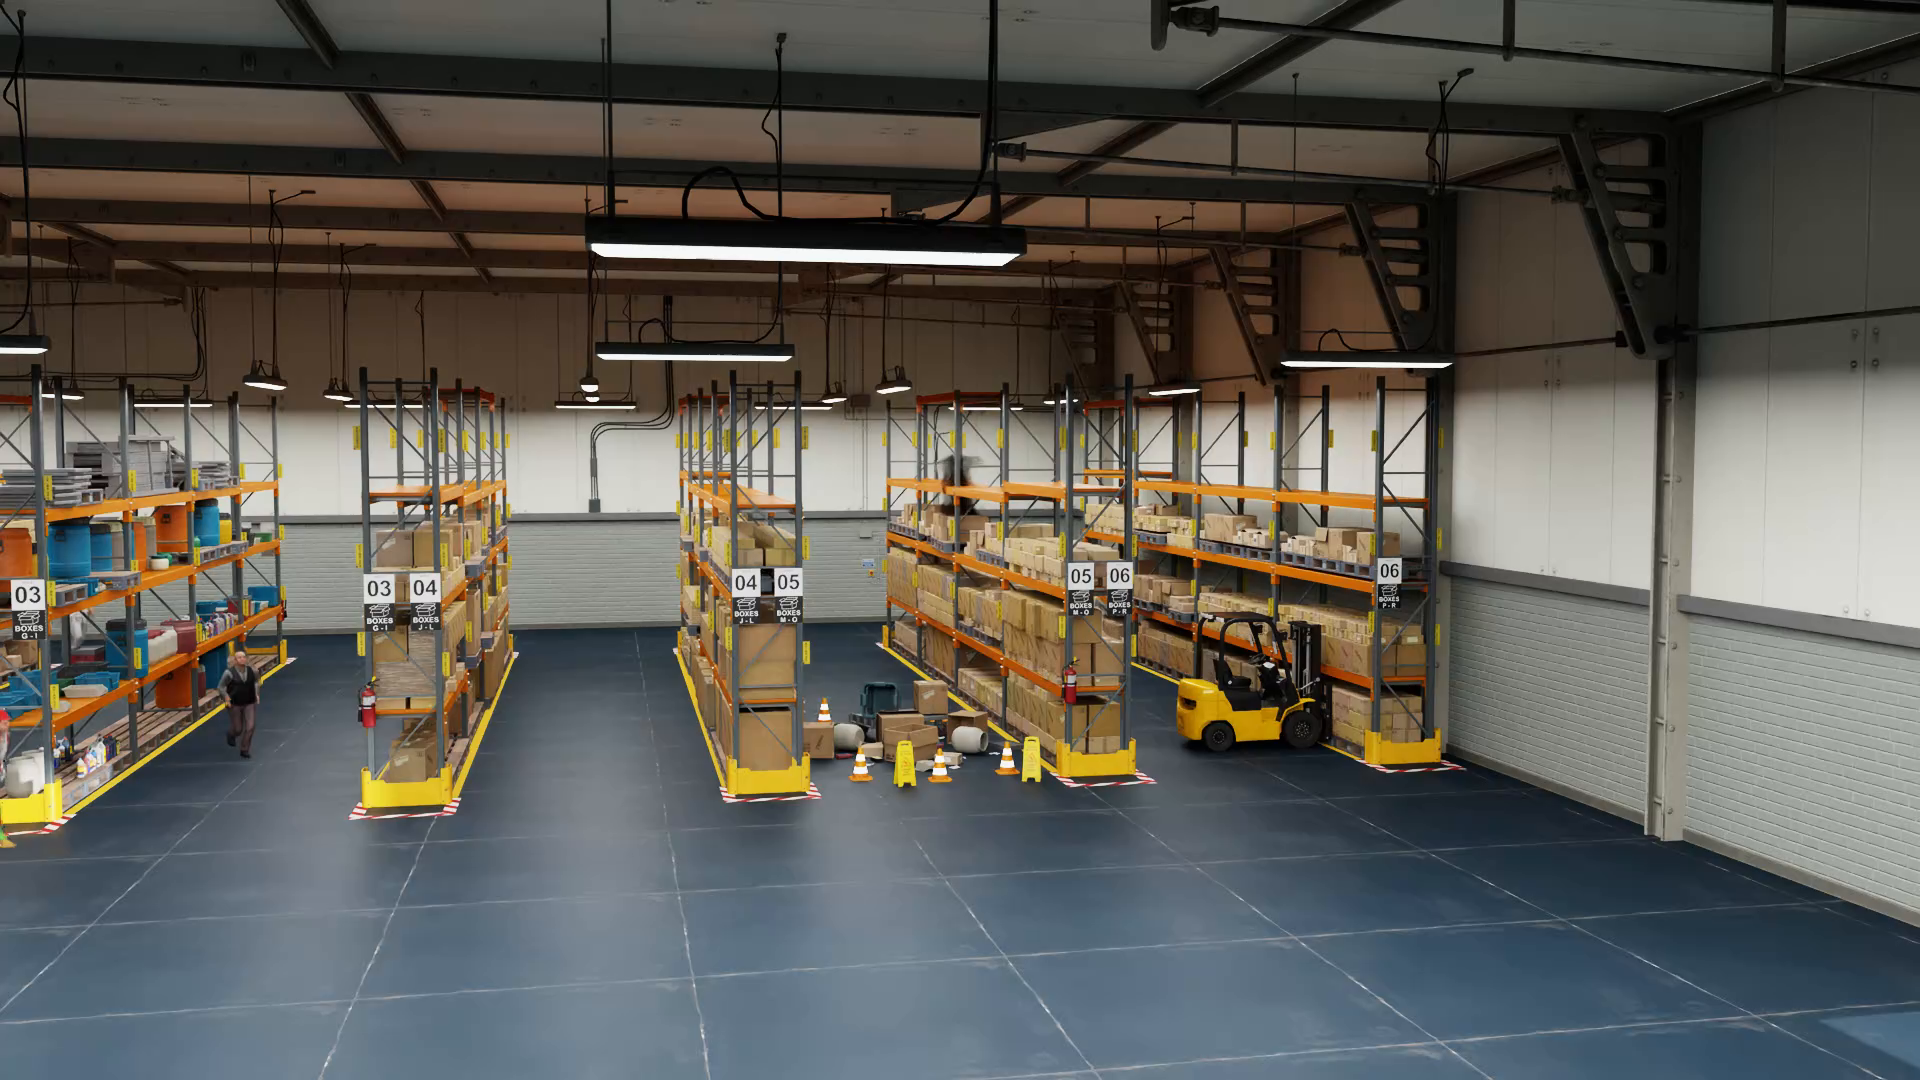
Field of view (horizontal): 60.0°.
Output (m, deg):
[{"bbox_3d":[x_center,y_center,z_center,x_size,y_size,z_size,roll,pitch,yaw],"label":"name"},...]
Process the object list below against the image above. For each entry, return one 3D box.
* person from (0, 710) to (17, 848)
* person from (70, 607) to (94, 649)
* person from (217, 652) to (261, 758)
[{"bbox_3d":[-12.096,2.945,20.496,0.981,1.727,0.666,1,4,17],"label":"person"},{"bbox_3d":[-20.017,1.893,37.749,0.846,1.827,0.660,2,4,32],"label":"person"},{"bbox_3d":[-11.438,2.601,26.417,0.672,1.676,0.687,-3,4,-40],"label":"person"}]
